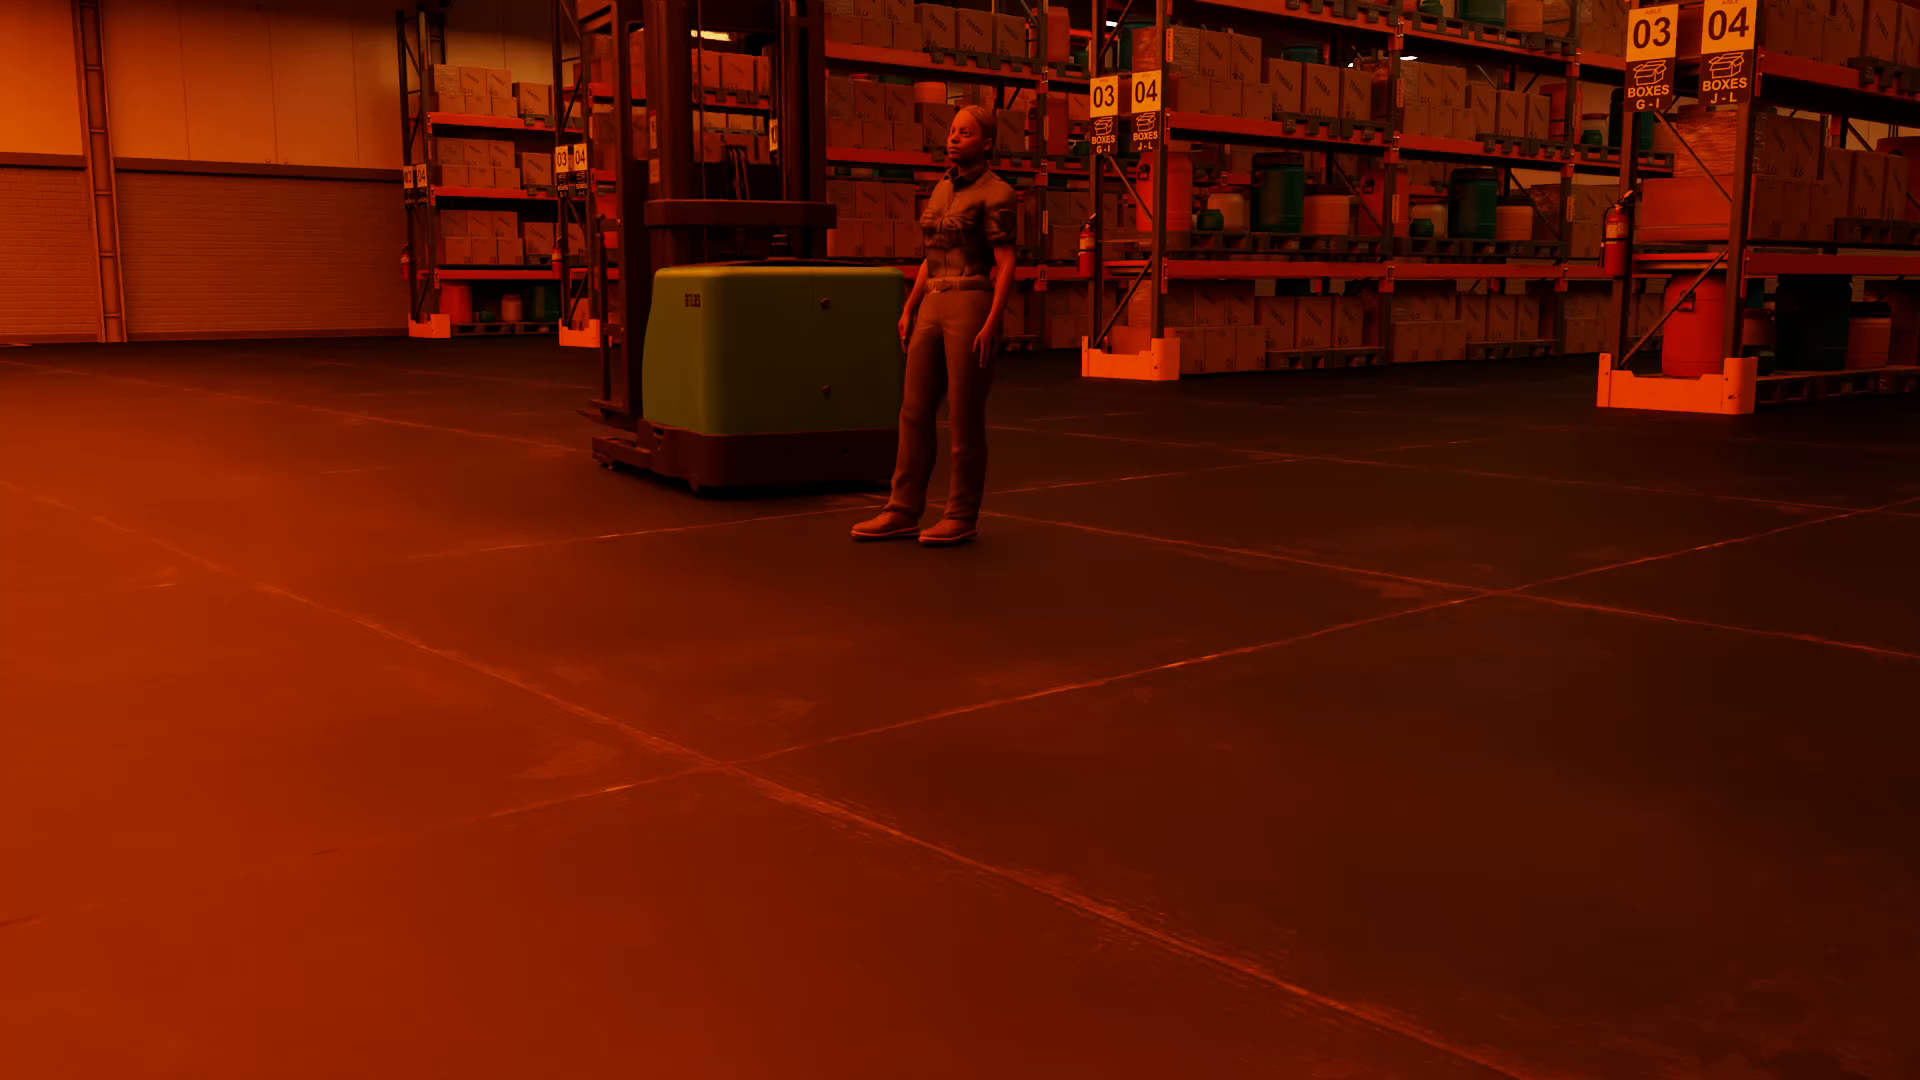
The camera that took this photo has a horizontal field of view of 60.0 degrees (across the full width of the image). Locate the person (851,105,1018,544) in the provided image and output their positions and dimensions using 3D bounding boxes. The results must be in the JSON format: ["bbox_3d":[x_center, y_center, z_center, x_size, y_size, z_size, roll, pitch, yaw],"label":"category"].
[{"bbox_3d":[-0.079,-0.818,6.370,0.503,1.656,0.569,-8,12,-40],"label":"person"}]

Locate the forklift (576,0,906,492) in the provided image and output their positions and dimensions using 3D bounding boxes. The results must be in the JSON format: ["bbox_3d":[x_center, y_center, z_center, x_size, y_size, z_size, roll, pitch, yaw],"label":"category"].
[{"bbox_3d":[-1.378,-1.856,8.951,1.130,2.935,3.031,-5,10,-27],"label":"forklift"}]
